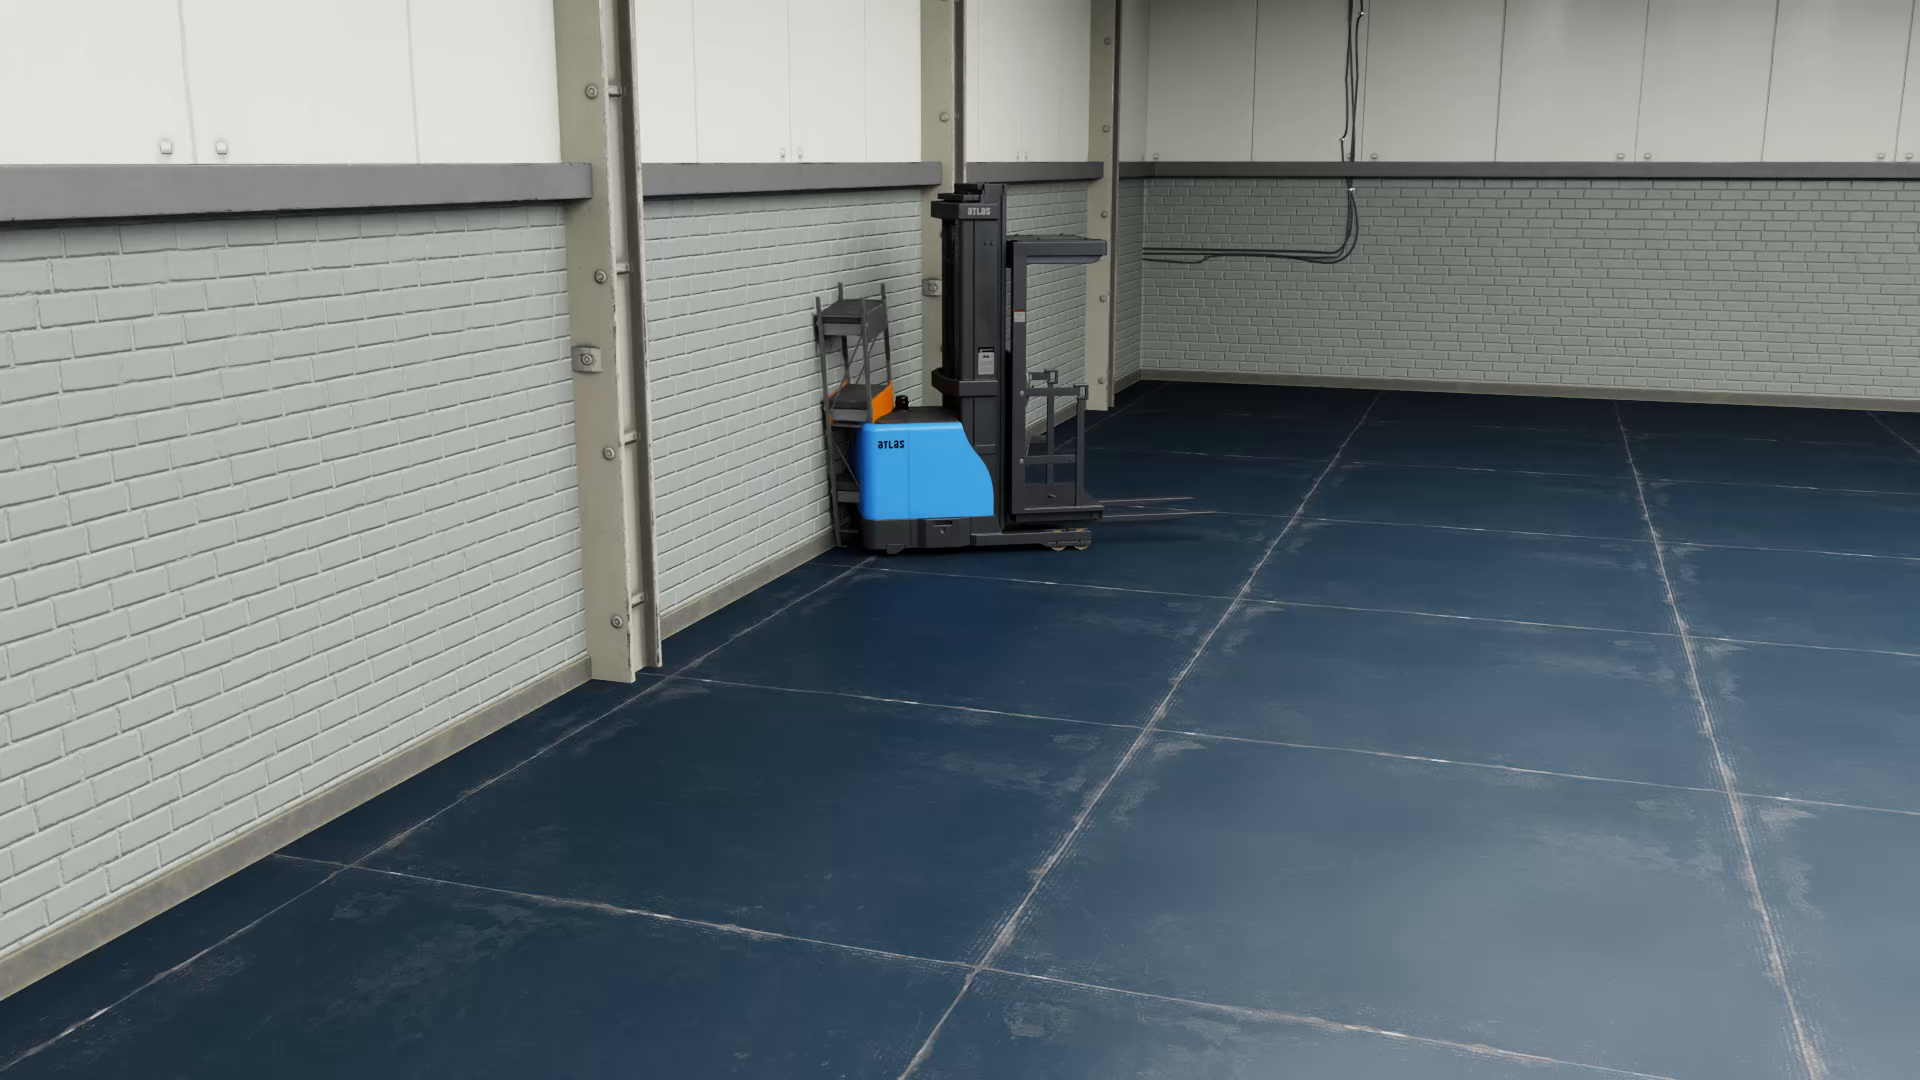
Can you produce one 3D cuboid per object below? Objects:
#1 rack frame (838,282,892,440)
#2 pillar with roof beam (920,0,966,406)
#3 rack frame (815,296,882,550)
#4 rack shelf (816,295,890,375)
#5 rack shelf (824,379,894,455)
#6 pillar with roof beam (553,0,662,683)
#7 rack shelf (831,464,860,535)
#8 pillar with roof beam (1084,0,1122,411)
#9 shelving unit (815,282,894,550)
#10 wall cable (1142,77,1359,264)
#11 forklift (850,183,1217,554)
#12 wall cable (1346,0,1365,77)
[{"bbox_3d":[-0.737,-1.087,13.733,0.400,2.100,0.015,4,22,17],"label":"rack frame"},{"bbox_3d":[3.924,-4.519,13.566,9.100,9.000,0.400,4,14,18],"label":"pillar with roof beam"},{"bbox_3d":[-0.882,-0.910,13.302,0.400,2.100,0.015,4,22,17],"label":"rack frame"},{"bbox_3d":[-0.845,-1.637,13.268,0.431,0.518,0.480,4,22,17],"label":"rack shelf"},{"bbox_3d":[-0.809,-0.986,13.522,0.431,0.518,0.480,4,22,17],"label":"rack shelf"},{"bbox_3d":[1.982,-3.256,8.031,9.100,9.000,0.400,4,14,18],"label":"pillar with roof beam"},{"bbox_3d":[-0.772,-0.335,13.777,0.431,0.518,0.480,4,22,17],"label":"rack shelf"},{"bbox_3d":[5.865,-5.783,19.101,9.100,9.000,0.400,4,14,18],"label":"pillar with roof beam"},{"bbox_3d":[-0.809,-0.999,13.517,0.431,2.100,0.503,4,22,17],"label":"shelving unit"},{"bbox_3d":[3.996,-5.104,23.105,3.097,2.526,0.112,4,14,18],"label":"wall cable"},{"bbox_3d":[0.619,-1.456,13.779,3.031,2.935,1.130,-2,13,-11],"label":"forklift"},{"bbox_3d":[6.556,-7.371,21.689,3.097,2.526,0.112,4,14,18],"label":"wall cable"}]
